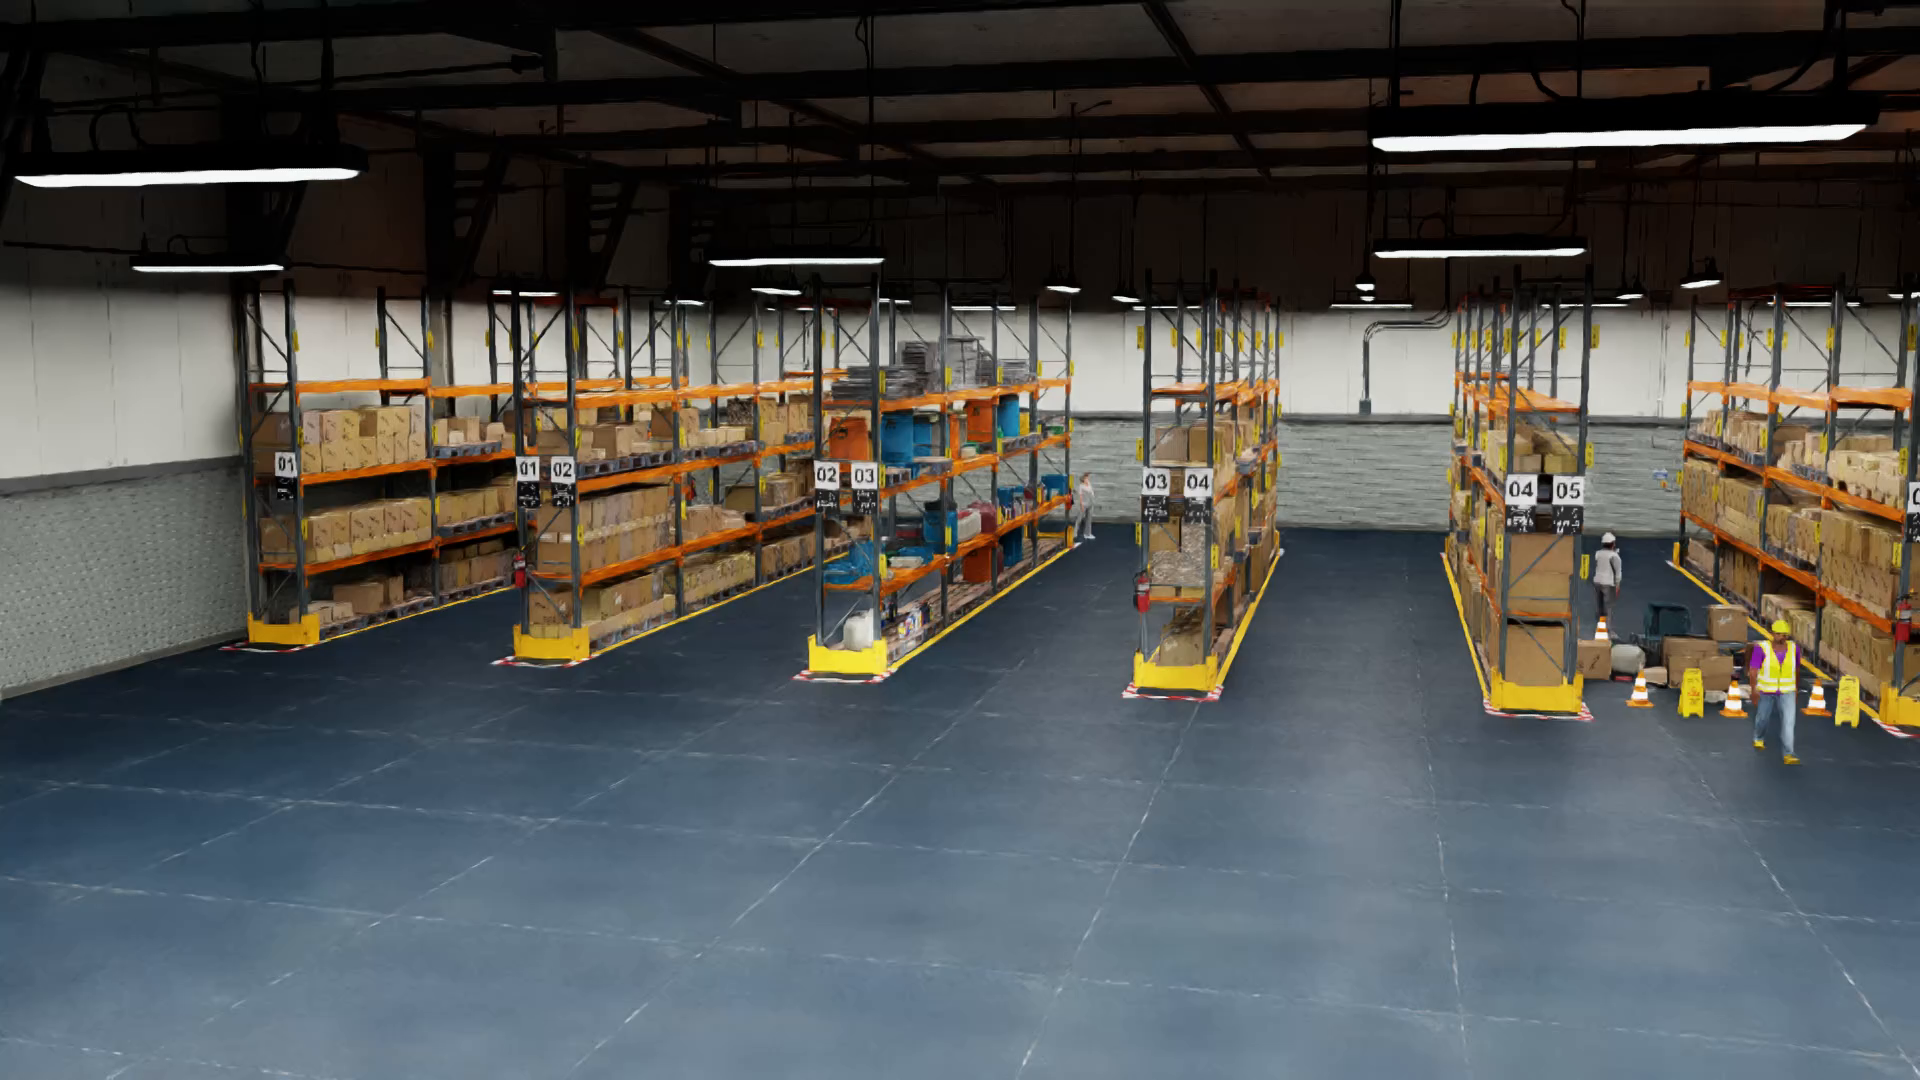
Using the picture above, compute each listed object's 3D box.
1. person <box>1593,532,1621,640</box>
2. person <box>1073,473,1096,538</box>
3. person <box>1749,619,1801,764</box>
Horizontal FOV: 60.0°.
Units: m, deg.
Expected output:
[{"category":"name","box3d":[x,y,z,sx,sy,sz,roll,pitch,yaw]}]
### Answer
[{"category":"person","box3d":[10.929,0.758,27.988,0.442,1.780,0.586,-2,7,-18]},{"category":"person","box3d":[1.819,-0.477,38.850,6.779,1.670,4.073,-5,9,-38]},{"category":"person","box3d":[9.752,1.776,19.891,0.575,1.691,1.121,2,7,16]}]
